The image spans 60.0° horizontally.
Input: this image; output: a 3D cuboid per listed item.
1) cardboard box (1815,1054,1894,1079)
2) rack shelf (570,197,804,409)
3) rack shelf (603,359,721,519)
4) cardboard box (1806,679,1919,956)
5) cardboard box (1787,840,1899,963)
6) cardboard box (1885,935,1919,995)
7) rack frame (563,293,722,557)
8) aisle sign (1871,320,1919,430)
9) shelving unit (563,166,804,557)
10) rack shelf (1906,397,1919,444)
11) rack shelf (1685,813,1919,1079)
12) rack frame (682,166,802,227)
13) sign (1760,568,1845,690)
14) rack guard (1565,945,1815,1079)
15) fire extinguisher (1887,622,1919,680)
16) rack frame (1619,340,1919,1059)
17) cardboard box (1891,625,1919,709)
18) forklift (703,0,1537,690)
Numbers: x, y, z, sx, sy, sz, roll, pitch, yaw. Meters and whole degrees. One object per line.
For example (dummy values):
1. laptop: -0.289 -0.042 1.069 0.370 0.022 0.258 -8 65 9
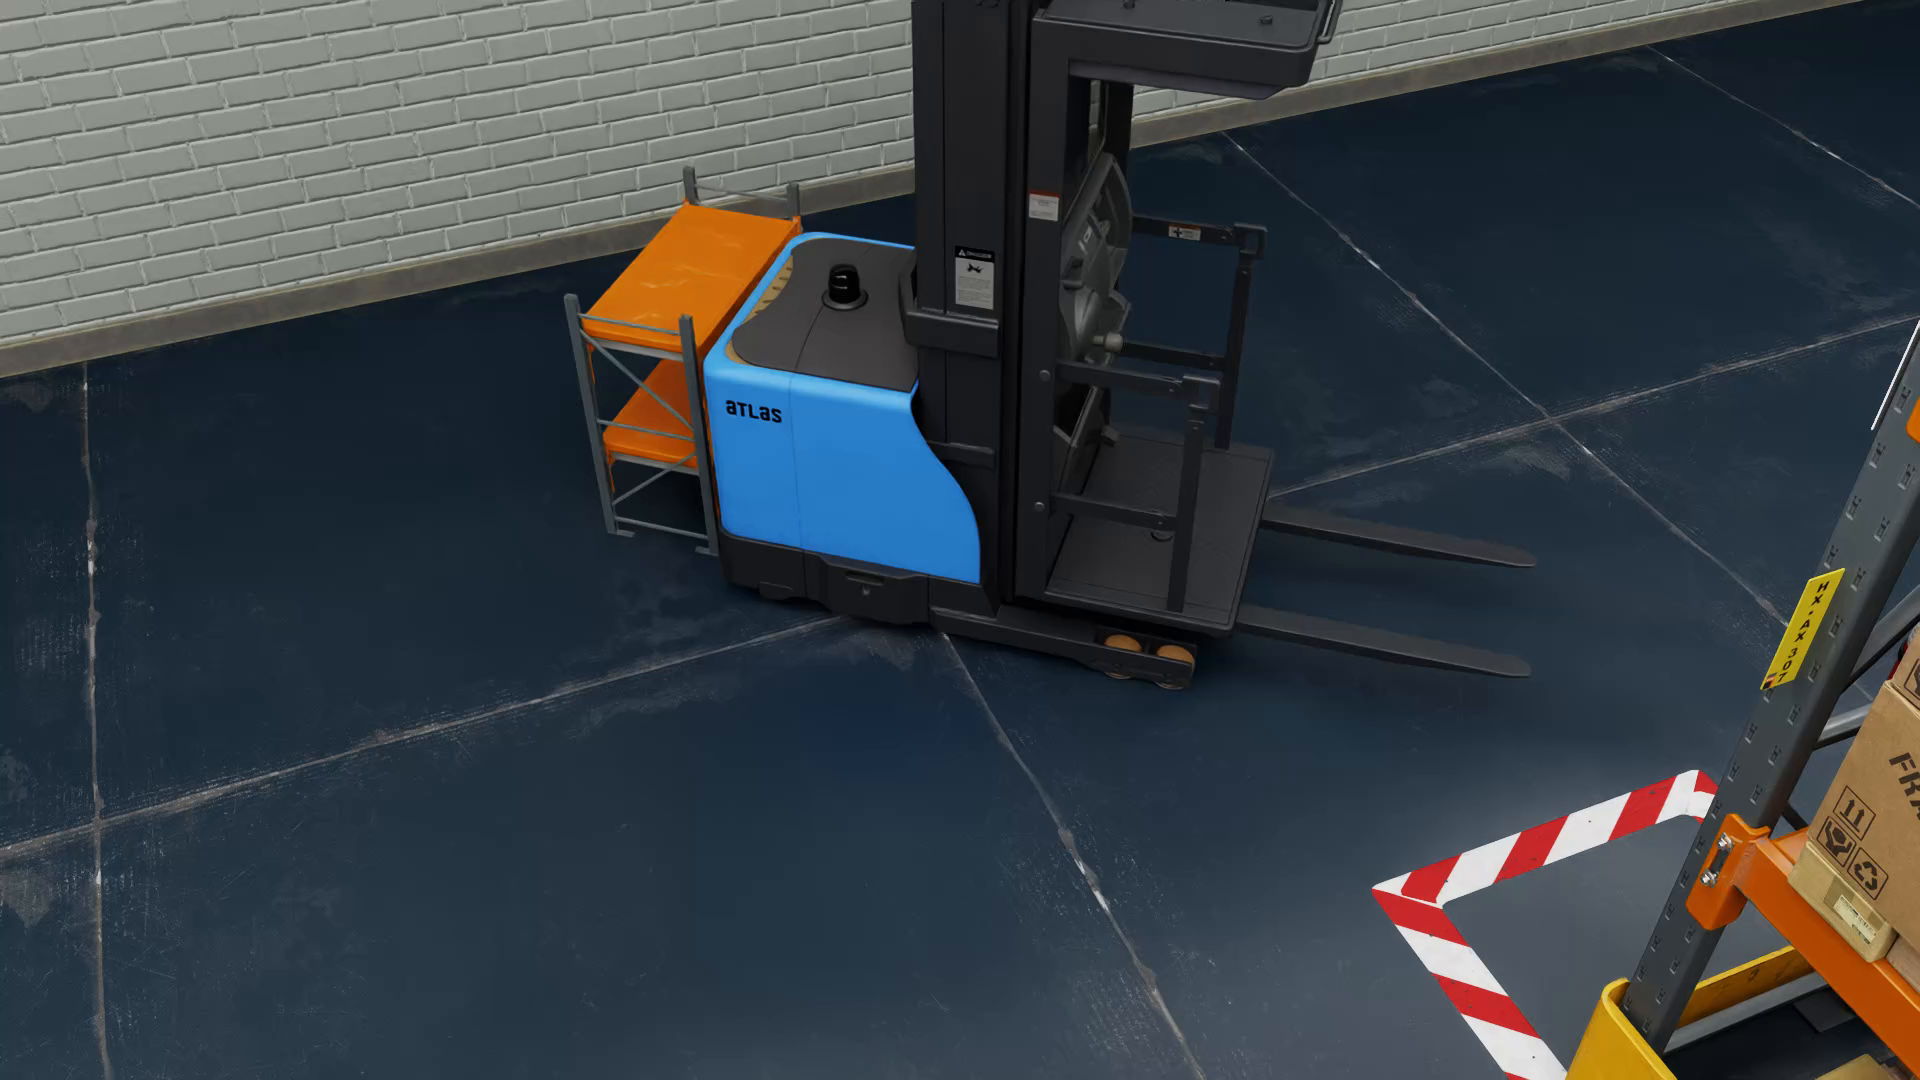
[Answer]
1. cardboard box: 2.192 1.483 4.133 0.380 0.149 0.250 -17 44 -19
2. rack shelf: -1.045 -0.954 6.546 0.538 0.278 1.000 12 42 14
3. rack shelf: -1.043 -0.546 6.896 0.538 0.278 1.000 12 42 14
4. cardboard box: 2.222 0.575 3.475 0.500 0.500 0.500 -13 42 -15
5. cardboard box: 2.126 0.759 3.760 0.380 0.149 0.250 -15 43 -17
6. cardboard box: 2.262 0.902 3.593 0.380 0.149 0.250 -14 43 -15
7. rack frame: -1.199 -0.416 6.369 0.500 1.125 0.032 12 42 14
8. aisle sign: 2.000 -0.568 3.116 0.394 0.787 0.004 -15 43 -17
9. shelving unit: -1.044 -0.732 6.737 0.538 1.125 1.048 12 42 14
10. rack shelf: 3.070 0.727 1.855 1.077 0.370 4.000 -15 43 -17
11. rack shelf: 3.070 1.864 2.833 1.077 0.370 4.000 -15 43 -17
12. rack frame: -0.889 -1.048 7.104 0.500 1.125 0.032 12 42 14
13. sign: 1.804 0.194 3.560 0.100 0.325 0.005 -15 43 -17
14. rack guard: 2.334 1.380 4.761 1.175 0.500 0.348 -15 43 -17
15. fire extinguisher: 2.635 0.291 4.457 0.296 0.674 0.183 -15 43 -17
16. rack frame: 2.305 0.387 4.000 1.000 3.000 0.127 -15 43 -17
17. cardboard box: 2.232 0.194 3.153 0.500 0.500 0.500 -15 43 -17
18. forklift: 0.650 -0.950 5.607 3.031 2.935 1.130 11 42 12
